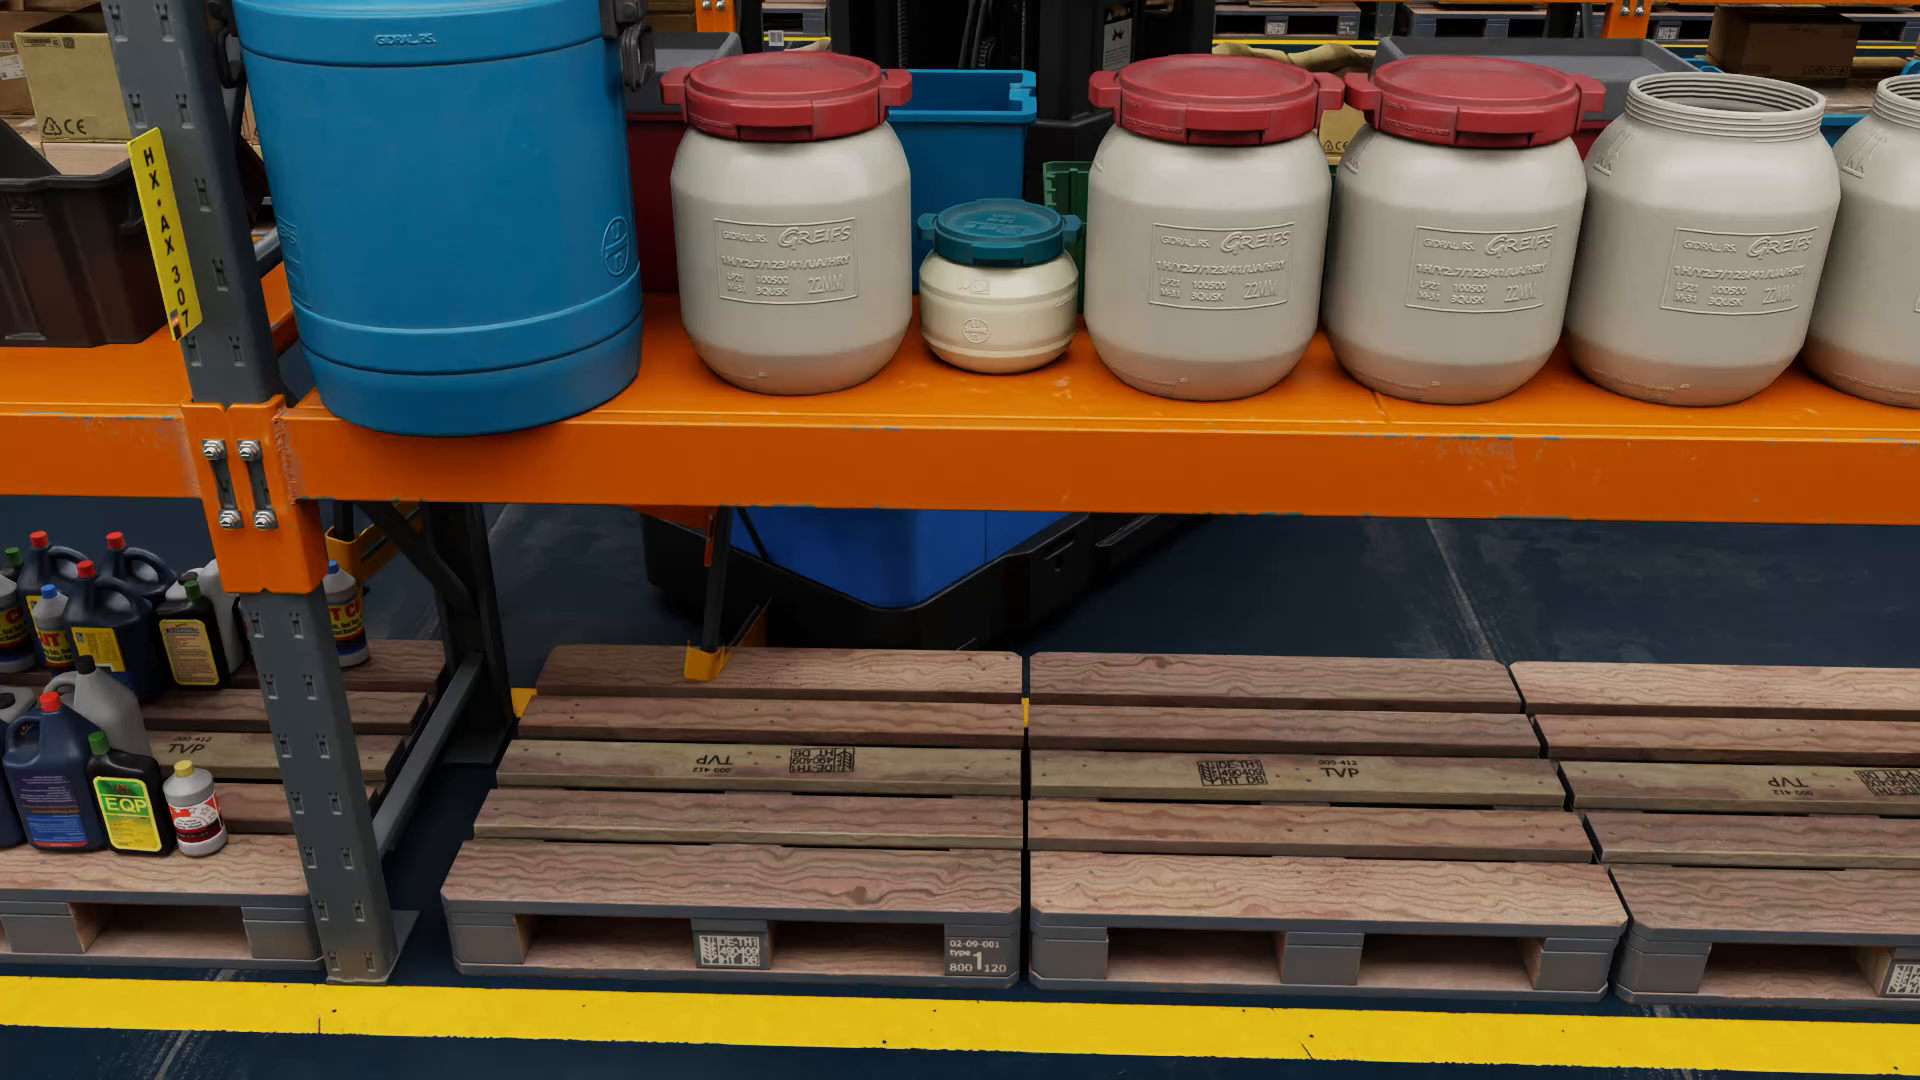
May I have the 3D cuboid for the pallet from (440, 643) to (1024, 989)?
[{"bbox_3d":[-0.460,0.603,3.888,1.213,0.211,1.003,1,28,2],"label":"pallet"}]

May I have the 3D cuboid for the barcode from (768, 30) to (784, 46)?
[{"bbox_3d":[-0.827,-2.258,7.480,0.075,0.075,0.001,1,28,2],"label":"barcode"}]

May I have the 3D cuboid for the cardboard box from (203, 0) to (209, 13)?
[{"bbox_3d":[-3.519,-2.431,8.321,0.500,0.500,0.500,1,28,2],"label":"cardboard box"}]

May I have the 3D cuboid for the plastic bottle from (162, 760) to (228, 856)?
[{"bbox_3d":[-1.620,0.558,3.513,0.097,0.201,0.097,0,28,0],"label":"plastic bottle"}]

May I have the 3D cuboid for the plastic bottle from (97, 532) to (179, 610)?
[{"bbox_3d":[-2.038,0.144,4.134,0.185,0.351,0.144,2,28,3],"label":"plastic bottle"}]

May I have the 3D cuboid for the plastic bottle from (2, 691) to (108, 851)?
[{"bbox_3d":[-1.900,0.476,3.508,0.185,0.351,0.144,0,28,0],"label":"plastic bottle"}]

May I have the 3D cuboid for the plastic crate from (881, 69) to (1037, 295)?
[{"bbox_3d":[-0.133,-0.744,3.469,0.575,0.384,0.392,1,28,2],"label":"plastic crate"}]

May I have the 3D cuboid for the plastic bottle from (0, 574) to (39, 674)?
[{"bbox_3d":[-2.375,0.191,4.130,0.097,0.271,0.097,0,28,0],"label":"plastic bottle"}]

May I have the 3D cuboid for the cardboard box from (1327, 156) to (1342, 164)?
[{"bbox_3d":[1.880,-1.748,7.833,0.500,0.250,0.500,1,28,1],"label":"cardboard box"}]

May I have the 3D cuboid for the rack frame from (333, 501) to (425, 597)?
[{"bbox_3d":[-1.450,-0.561,4.225,0.032,1.500,0.500,16,32,8],"label":"rack frame"}]

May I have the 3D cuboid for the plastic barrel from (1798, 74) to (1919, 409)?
[{"bbox_3d":[1.716,-0.524,2.917,0.421,0.512,0.421,0,28,0],"label":"plastic barrel"}]

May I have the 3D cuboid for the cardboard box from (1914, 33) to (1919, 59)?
[{"bbox_3d":[4.952,-2.378,7.932,0.500,0.250,0.500,0,28,1],"label":"cardboard box"}]

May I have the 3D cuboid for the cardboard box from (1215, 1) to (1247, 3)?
[{"bbox_3d":[1.869,-4.336,12.425,0.500,0.500,0.700,1,28,2],"label":"cardboard box"}]

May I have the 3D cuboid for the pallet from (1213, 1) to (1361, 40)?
[{"bbox_3d":[2.320,-3.977,12.526,1.213,0.211,1.003,1,28,2],"label":"pallet"}]

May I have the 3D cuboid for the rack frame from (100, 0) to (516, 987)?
[{"bbox_3d":[-1.246,-0.624,3.225,0.127,3.000,1.000,1,28,2],"label":"rack frame"}]

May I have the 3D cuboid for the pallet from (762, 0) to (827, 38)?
[{"bbox_3d":[-1.569,-4.024,12.615,1.213,0.211,1.003,1,28,2],"label":"pallet"}]

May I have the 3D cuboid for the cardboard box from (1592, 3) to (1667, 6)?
[{"bbox_3d":[4.707,-4.340,12.081,0.750,0.750,0.750,1,28,2],"label":"cardboard box"}]

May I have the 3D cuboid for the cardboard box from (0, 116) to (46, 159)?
[{"bbox_3d":[-4.537,-1.866,8.055,0.500,0.250,0.500,1,28,2],"label":"cardboard box"}]

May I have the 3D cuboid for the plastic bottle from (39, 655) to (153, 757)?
[{"bbox_3d":[-1.895,0.409,3.635,0.185,0.351,0.144,1,28,2],"label":"plastic bottle"}]

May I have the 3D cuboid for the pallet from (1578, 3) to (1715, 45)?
[{"bbox_3d":[5.102,-3.893,12.369,1.213,0.211,1.003,1,28,2],"label":"pallet"}]

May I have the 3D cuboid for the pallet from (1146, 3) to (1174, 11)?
[{"bbox_3d":[1.104,-3.998,12.567,1.213,0.211,1.003,1,28,2],"label":"pallet"}]

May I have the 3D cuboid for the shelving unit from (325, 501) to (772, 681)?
[{"bbox_3d":[-0.957,-0.418,4.154,1.083,1.500,0.587,16,32,8],"label":"shelving unit"}]

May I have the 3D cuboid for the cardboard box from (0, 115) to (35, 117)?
[{"bbox_3d":[-4.519,-2.109,8.513,0.500,0.250,0.500,1,28,2],"label":"cardboard box"}]

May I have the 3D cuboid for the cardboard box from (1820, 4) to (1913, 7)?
[{"bbox_3d":[6.444,-4.315,12.034,0.750,0.750,0.750,1,28,2],"label":"cardboard box"}]

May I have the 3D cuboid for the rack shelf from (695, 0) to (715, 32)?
[{"bbox_3d":[-3.066,-2.658,7.829,4.000,0.370,1.077,1,28,2],"label":"rack shelf"}]

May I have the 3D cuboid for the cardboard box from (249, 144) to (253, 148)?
[{"bbox_3d":[-3.537,-1.851,8.027,0.500,0.250,0.500,1,28,2],"label":"cardboard box"}]

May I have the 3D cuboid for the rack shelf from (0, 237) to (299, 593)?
[{"bbox_3d":[-3.245,-0.339,3.455,4.000,0.370,1.077,1,28,2],"label":"rack shelf"}]

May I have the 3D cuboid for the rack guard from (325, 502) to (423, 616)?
[{"bbox_3d":[-1.536,-0.034,4.550,0.087,0.250,0.587,16,32,8],"label":"rack guard"}]

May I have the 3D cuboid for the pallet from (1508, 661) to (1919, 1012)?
[{"bbox_3d":[1.979,0.643,3.811,1.213,0.211,1.003,1,28,2],"label":"pallet"}]

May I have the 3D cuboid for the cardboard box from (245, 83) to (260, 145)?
[{"bbox_3d":[-3.038,-2.172,7.831,0.500,0.500,0.500,1,28,2],"label":"cardboard box"}]

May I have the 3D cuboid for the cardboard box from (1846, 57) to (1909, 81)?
[{"bbox_3d":[4.390,-2.052,8.118,0.500,0.500,0.500,0,28,0],"label":"cardboard box"}]

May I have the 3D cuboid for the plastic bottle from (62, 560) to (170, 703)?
[{"bbox_3d":[-2.043,0.212,4.006,0.185,0.351,0.144,1,28,2],"label":"plastic bottle"}]

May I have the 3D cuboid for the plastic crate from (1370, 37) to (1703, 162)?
[{"bbox_3d":[1.147,-0.756,3.405,0.583,0.464,0.402,1,28,2],"label":"plastic crate"}]

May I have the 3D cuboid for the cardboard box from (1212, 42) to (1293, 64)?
[{"bbox_3d":[1.382,-2.255,8.190,0.500,0.311,0.500,0,28,0],"label":"cardboard box"}]

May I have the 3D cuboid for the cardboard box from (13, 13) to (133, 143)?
[{"bbox_3d":[-4.037,-2.190,7.866,0.500,0.500,0.500,1,28,2],"label":"cardboard box"}]

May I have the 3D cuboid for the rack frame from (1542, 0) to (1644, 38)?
[{"bbox_3d":[2.930,-2.876,7.474,0.127,3.000,1.000,1,28,2],"label":"rack frame"}]

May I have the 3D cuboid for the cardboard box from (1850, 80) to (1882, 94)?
[{"bbox_3d":[4.399,-1.808,7.658,0.500,0.500,0.500,1,28,1],"label":"cardboard box"}]

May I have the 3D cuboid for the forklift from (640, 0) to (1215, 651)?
[{"bbox_3d":[0.395,-1.522,4.992,1.130,2.935,3.031,21,34,34],"label":"forklift"}]

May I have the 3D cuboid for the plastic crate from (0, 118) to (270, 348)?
[{"bbox_3d":[-1.765,-0.665,3.368,0.504,0.338,0.767,1,28,2],"label":"plastic crate"}]

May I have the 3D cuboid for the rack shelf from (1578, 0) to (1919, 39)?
[{"bbox_3d":[4.929,-2.526,7.580,4.000,0.370,1.077,1,28,2],"label":"rack shelf"}]

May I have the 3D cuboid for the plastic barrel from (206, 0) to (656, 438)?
[{"bbox_3d":[-0.871,-0.697,2.828,0.708,0.901,0.600,1,28,2],"label":"plastic barrel"}]

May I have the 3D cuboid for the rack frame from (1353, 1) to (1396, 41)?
[{"bbox_3d":[3.101,-5.195,11.848,0.127,3.000,1.000,1,28,2],"label":"rack frame"}]

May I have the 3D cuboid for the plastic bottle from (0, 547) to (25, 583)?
[{"bbox_3d":[-2.390,0.149,4.197,0.133,0.283,0.061,2,28,4],"label":"plastic bottle"}]

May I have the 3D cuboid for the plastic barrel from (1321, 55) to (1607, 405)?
[{"bbox_3d":[0.868,-0.546,2.933,0.433,0.535,0.433,0,28,0],"label":"plastic barrel"}]

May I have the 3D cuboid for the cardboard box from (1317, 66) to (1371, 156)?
[{"bbox_3d":[1.878,-1.994,7.697,0.500,0.311,0.500,1,28,1],"label":"cardboard box"}]

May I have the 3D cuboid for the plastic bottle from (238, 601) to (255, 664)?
[{"bbox_3d":[-1.752,0.204,4.180,0.097,0.201,0.097,0,28,0],"label":"plastic bottle"}]

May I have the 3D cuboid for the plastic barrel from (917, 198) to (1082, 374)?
[{"bbox_3d":[0.071,-0.469,3.080,0.301,0.262,0.301,0,28,0],"label":"plastic barrel"}]
